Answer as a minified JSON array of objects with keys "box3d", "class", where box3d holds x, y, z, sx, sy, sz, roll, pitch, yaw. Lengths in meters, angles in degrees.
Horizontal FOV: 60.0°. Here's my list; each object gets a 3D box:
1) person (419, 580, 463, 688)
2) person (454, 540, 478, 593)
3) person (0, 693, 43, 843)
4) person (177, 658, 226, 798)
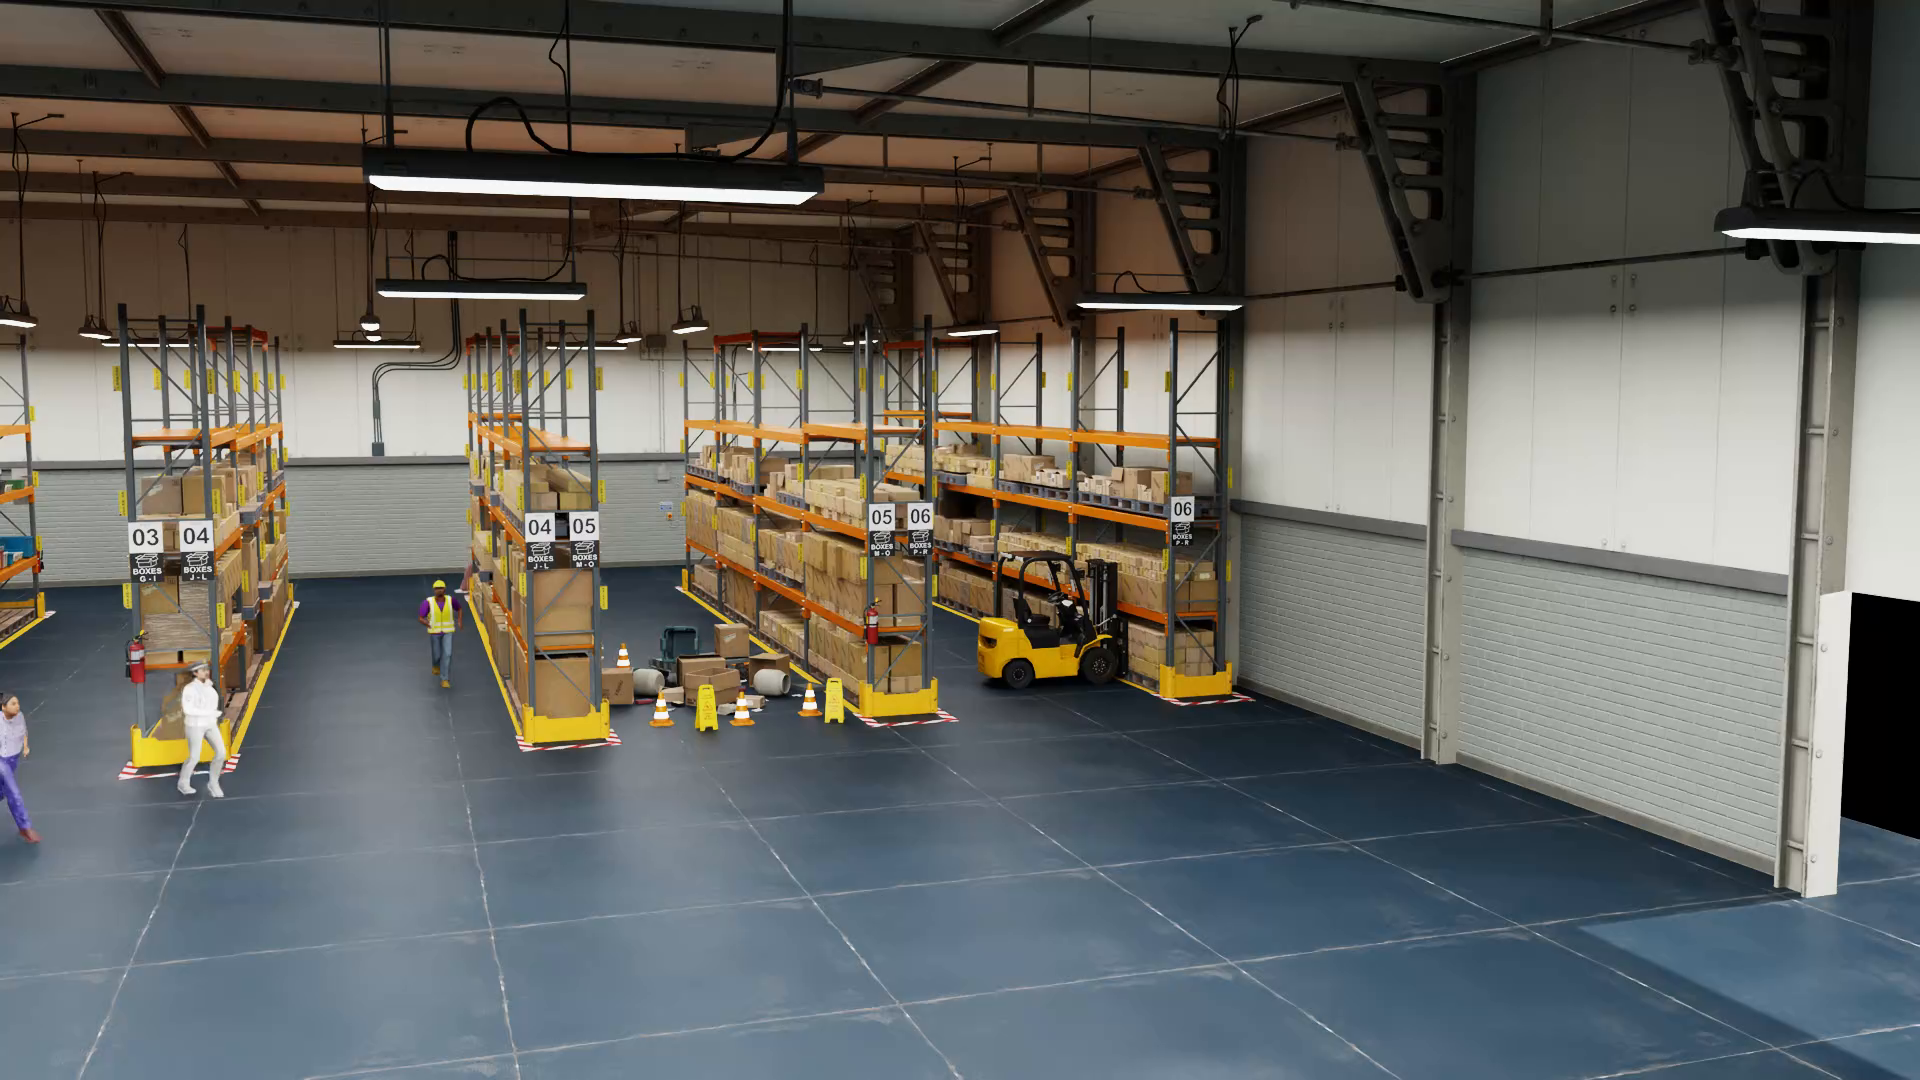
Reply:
[{"box3d":[-8.559,1.531,27.470,0.713,1.741,0.966,-2,6,-22],"class":"person"},{"box3d":[-11.459,0.441,39.257,0.957,1.629,0.622,-2,6,-22],"class":"person"},{"box3d":[-10.544,2.491,18.223,1.062,1.636,0.609,1,6,11],"class":"person"},{"box3d":[-9.122,2.283,20.038,0.719,1.758,0.628,2,6,21],"class":"person"}]
